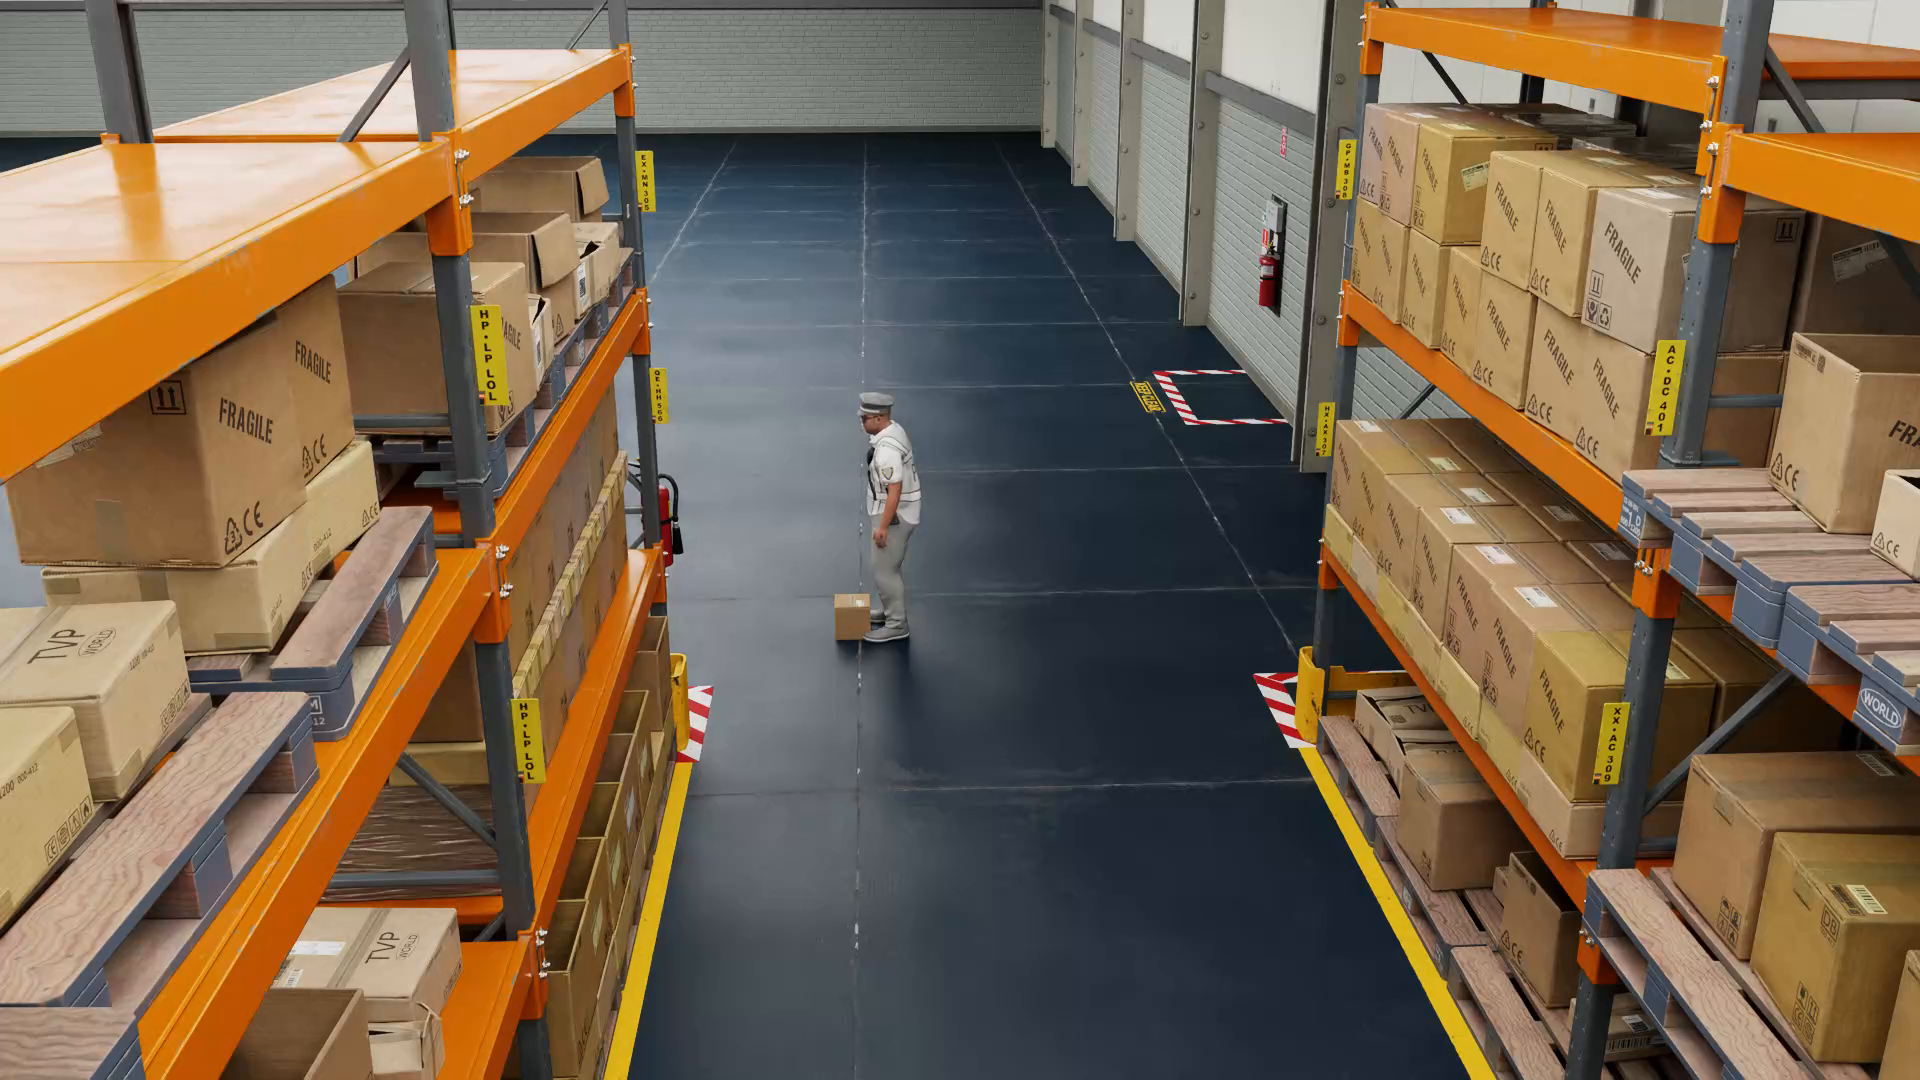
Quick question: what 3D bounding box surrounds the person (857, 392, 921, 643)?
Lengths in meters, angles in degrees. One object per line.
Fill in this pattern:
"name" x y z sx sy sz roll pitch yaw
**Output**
"person" -0.487 -0.170 11.525 0.436 1.748 0.587 -1 20 -3
